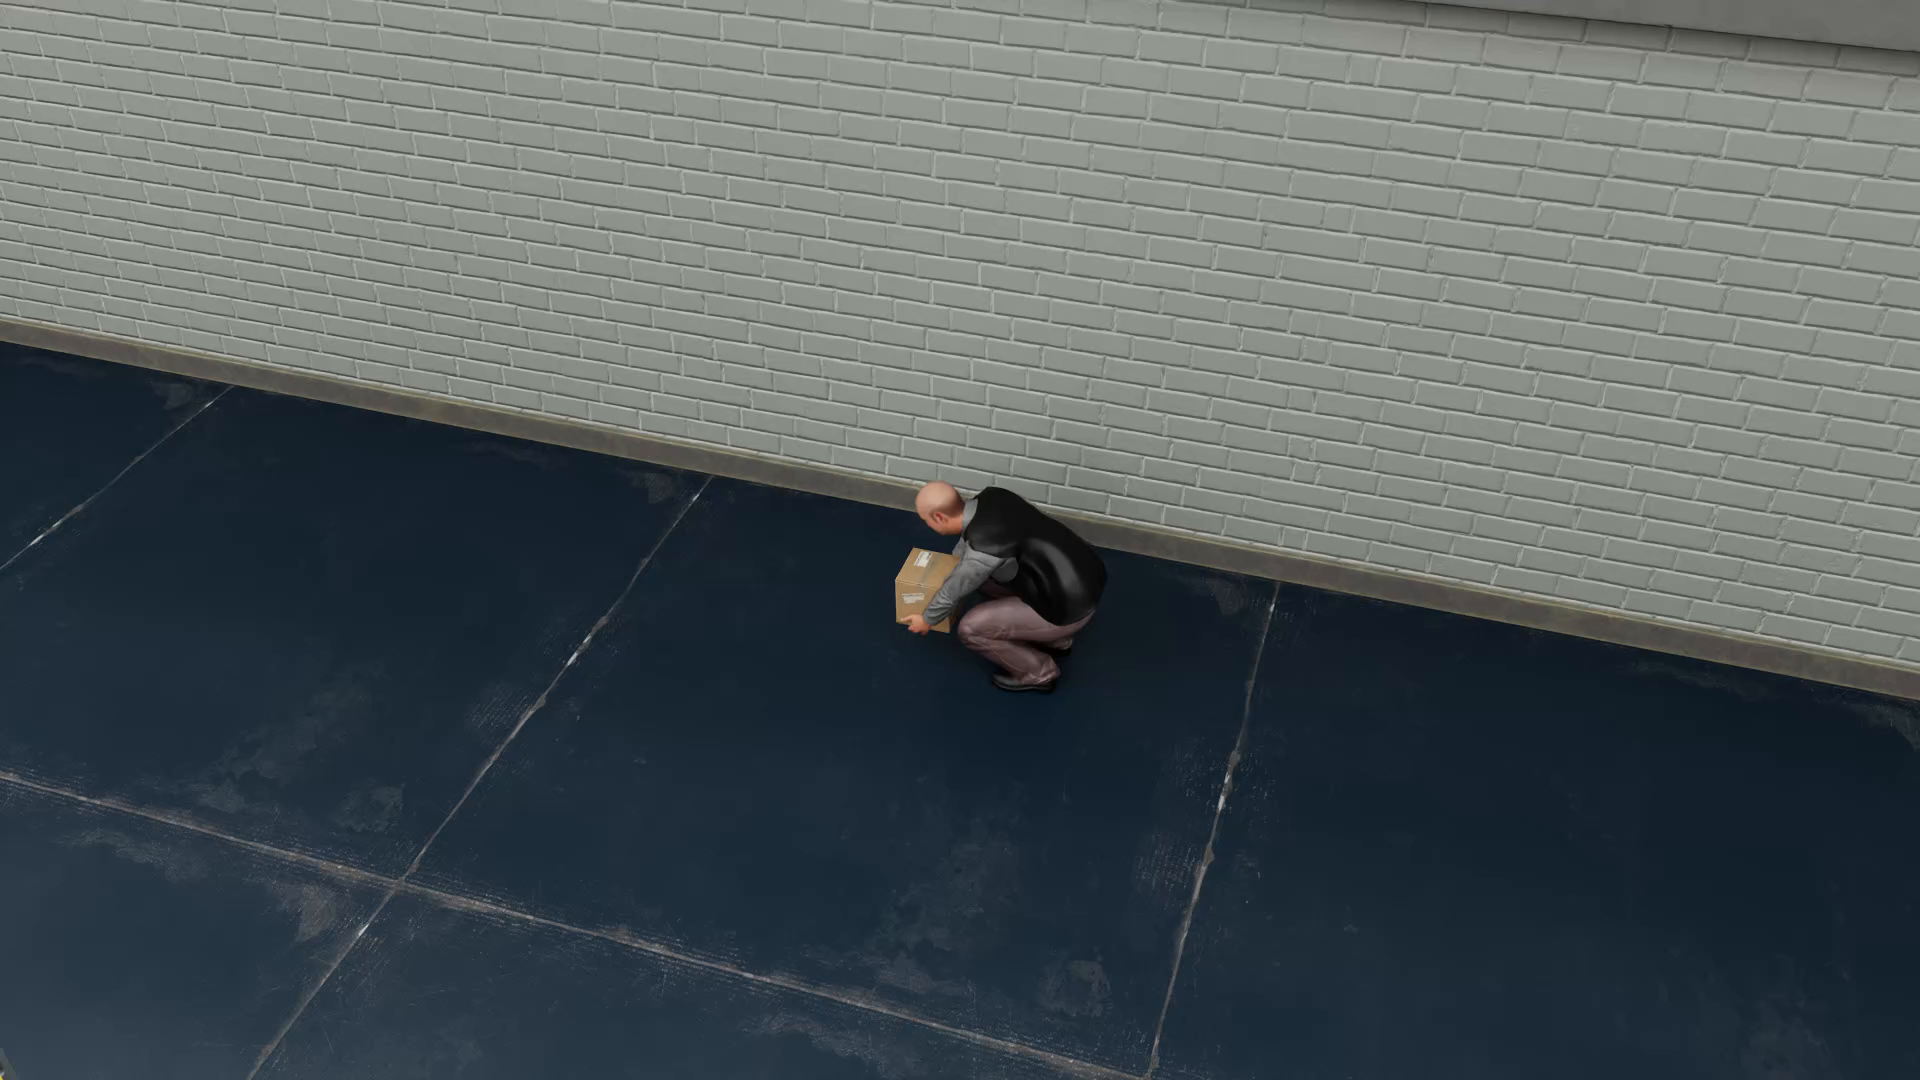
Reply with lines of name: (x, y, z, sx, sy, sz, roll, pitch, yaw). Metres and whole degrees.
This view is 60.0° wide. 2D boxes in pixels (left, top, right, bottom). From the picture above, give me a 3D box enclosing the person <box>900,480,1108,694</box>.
person: (0.192, 0.171, 7.325, 0.888, 0.967, 0.518, 10, 38, 13)
